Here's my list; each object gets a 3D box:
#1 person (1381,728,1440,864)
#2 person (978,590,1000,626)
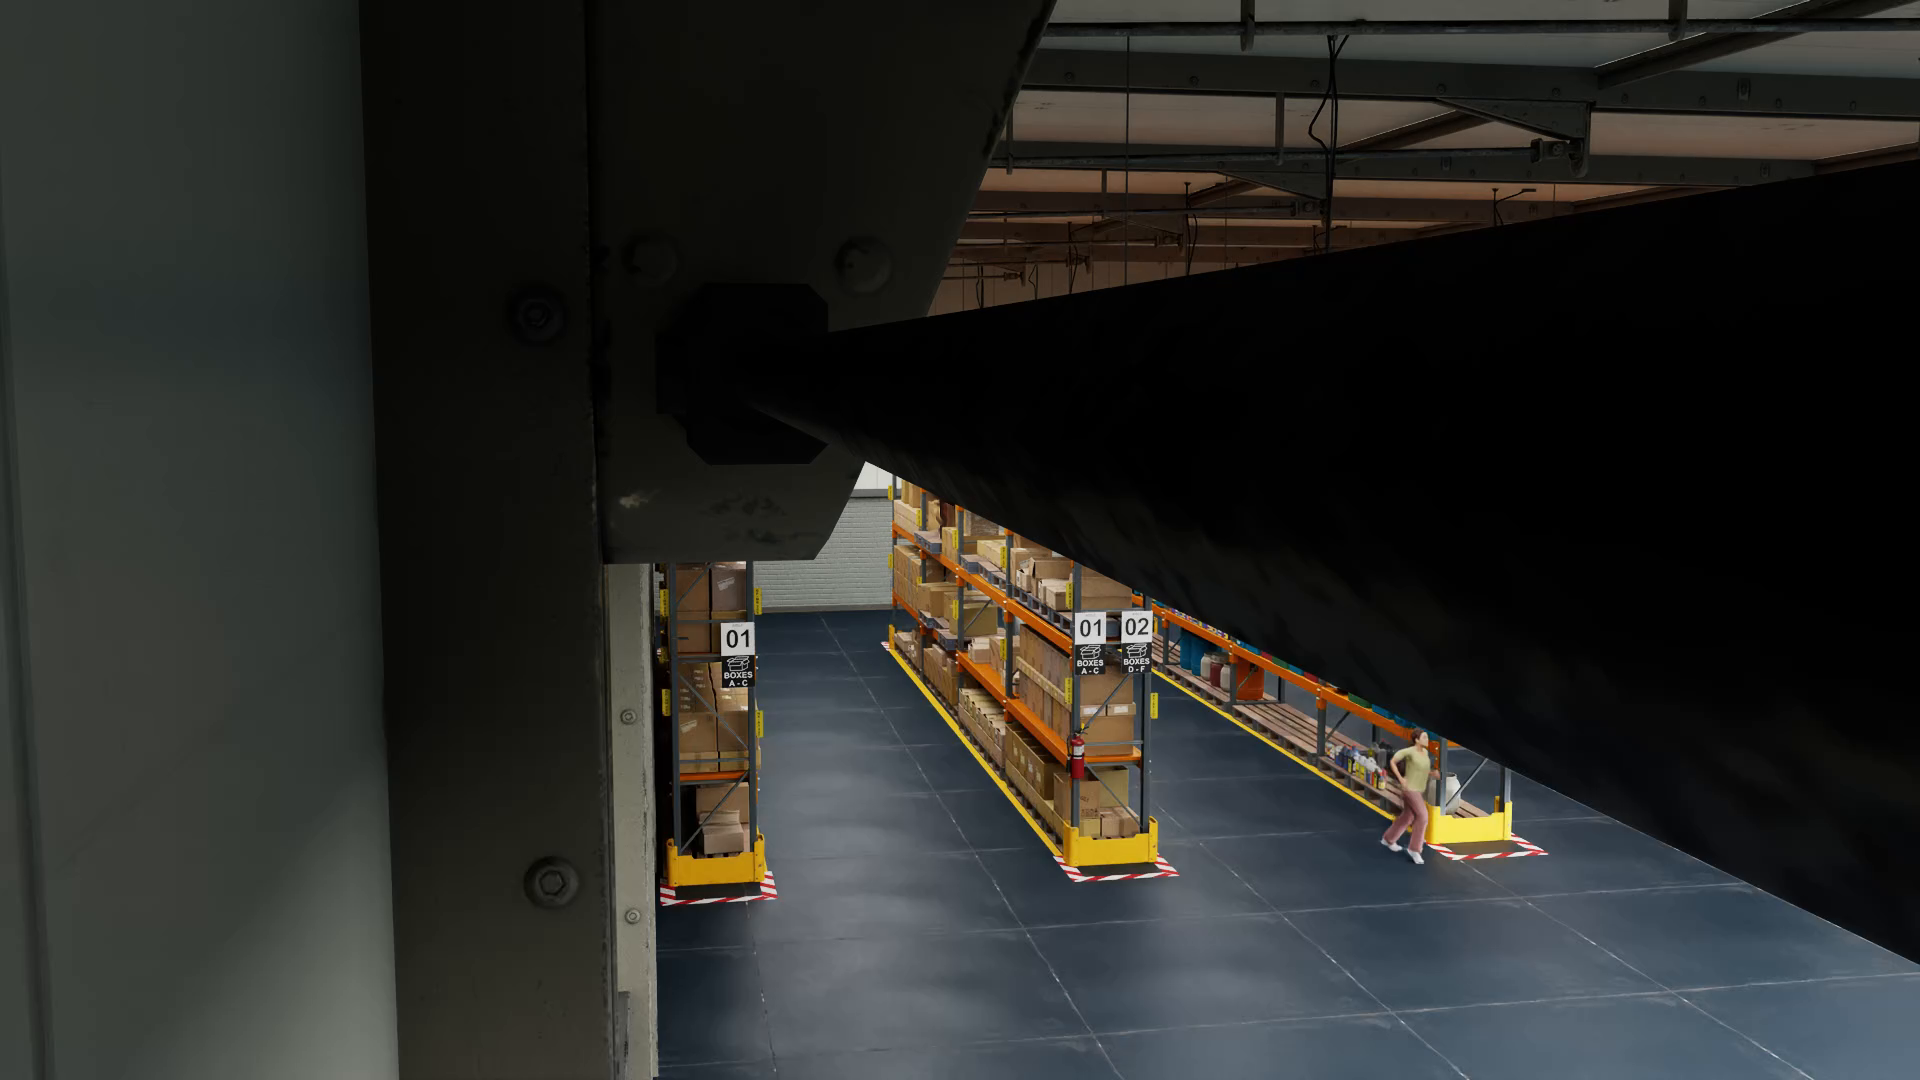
[{"bbox_3d":[5.770,3.231,21.258,0.740,1.703,0.568,6,9,44],"label":"person"},{"bbox_3d":[0.606,1.507,37.152,0.790,1.624,0.608,4,7,30],"label":"person"}]
